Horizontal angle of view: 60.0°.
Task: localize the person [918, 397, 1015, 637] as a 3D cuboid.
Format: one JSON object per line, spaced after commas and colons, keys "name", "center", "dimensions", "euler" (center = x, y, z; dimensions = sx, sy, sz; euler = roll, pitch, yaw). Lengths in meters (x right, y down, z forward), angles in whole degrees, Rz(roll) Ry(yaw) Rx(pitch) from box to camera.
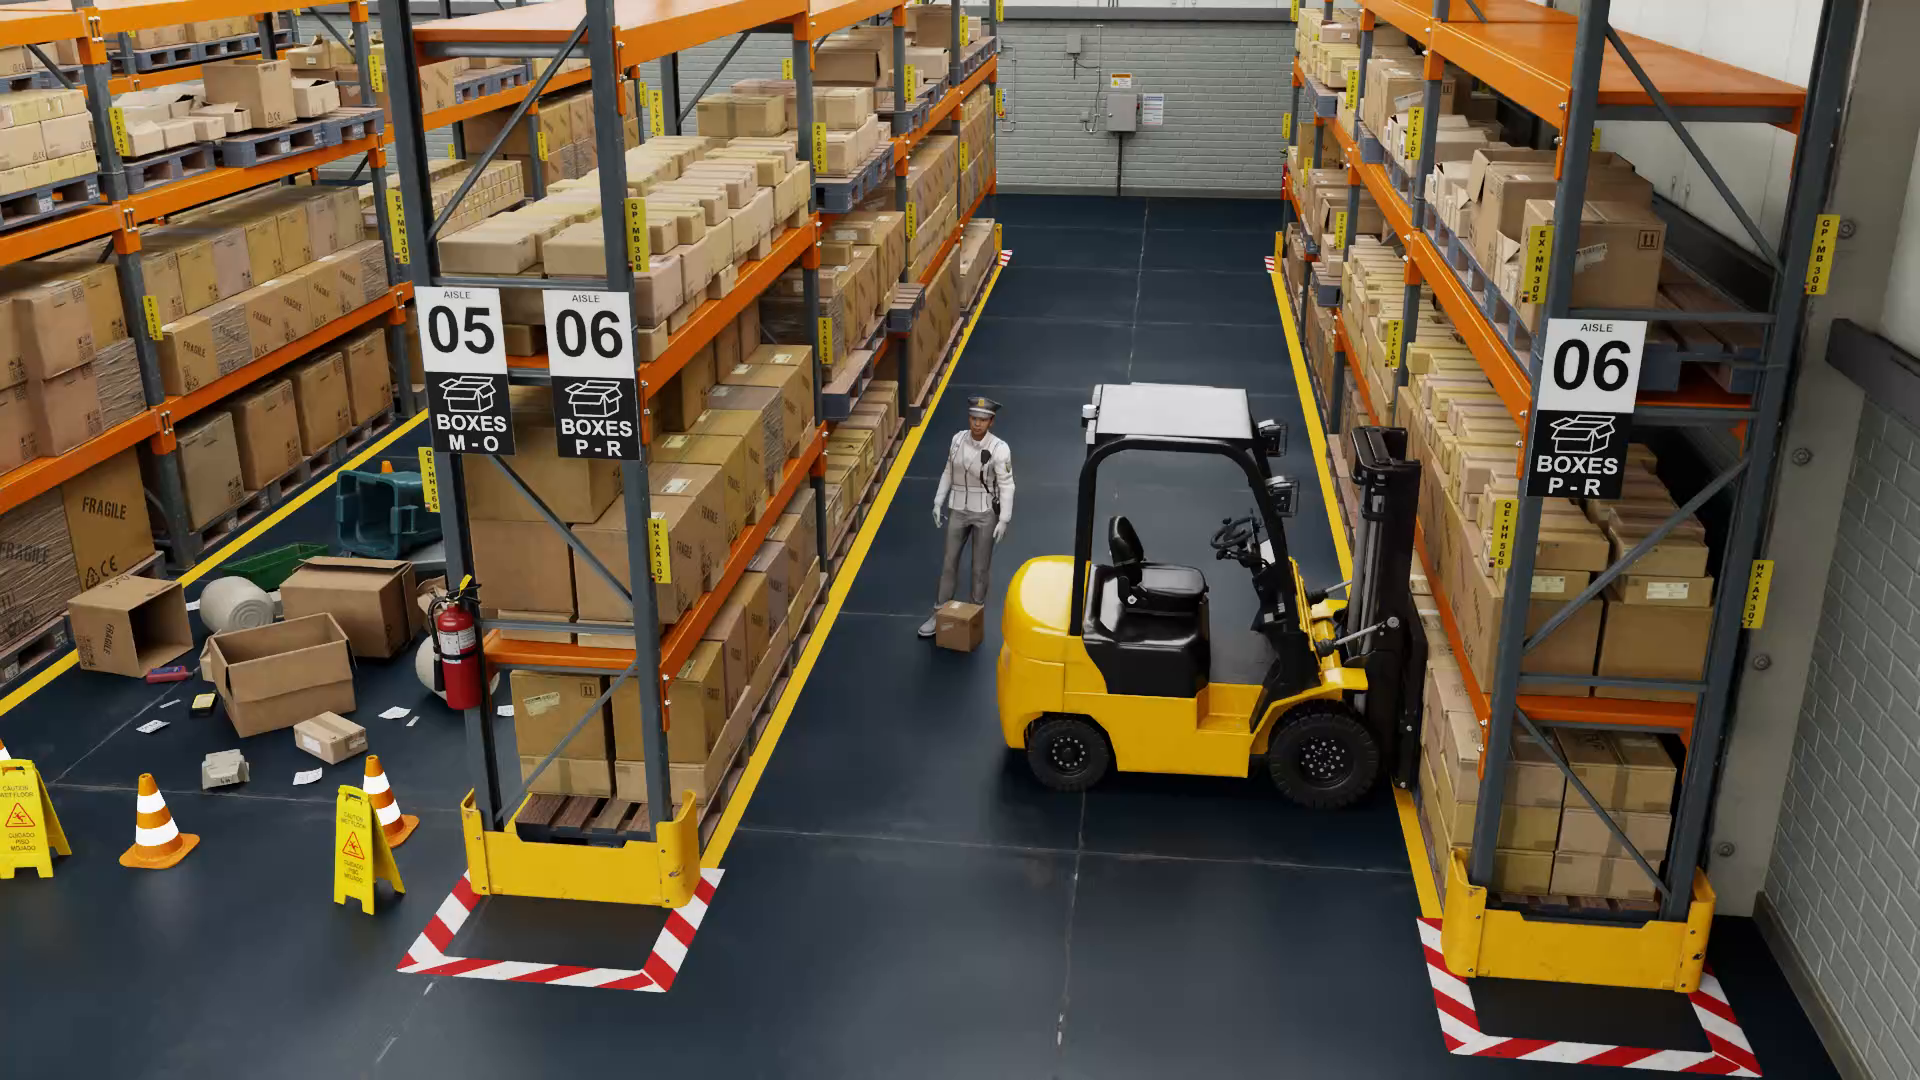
{"name": "person", "center": [0.063, -0.158, 11.417], "dimensions": [0.588, 1.696, 0.531], "euler": [10, 23, 24]}
